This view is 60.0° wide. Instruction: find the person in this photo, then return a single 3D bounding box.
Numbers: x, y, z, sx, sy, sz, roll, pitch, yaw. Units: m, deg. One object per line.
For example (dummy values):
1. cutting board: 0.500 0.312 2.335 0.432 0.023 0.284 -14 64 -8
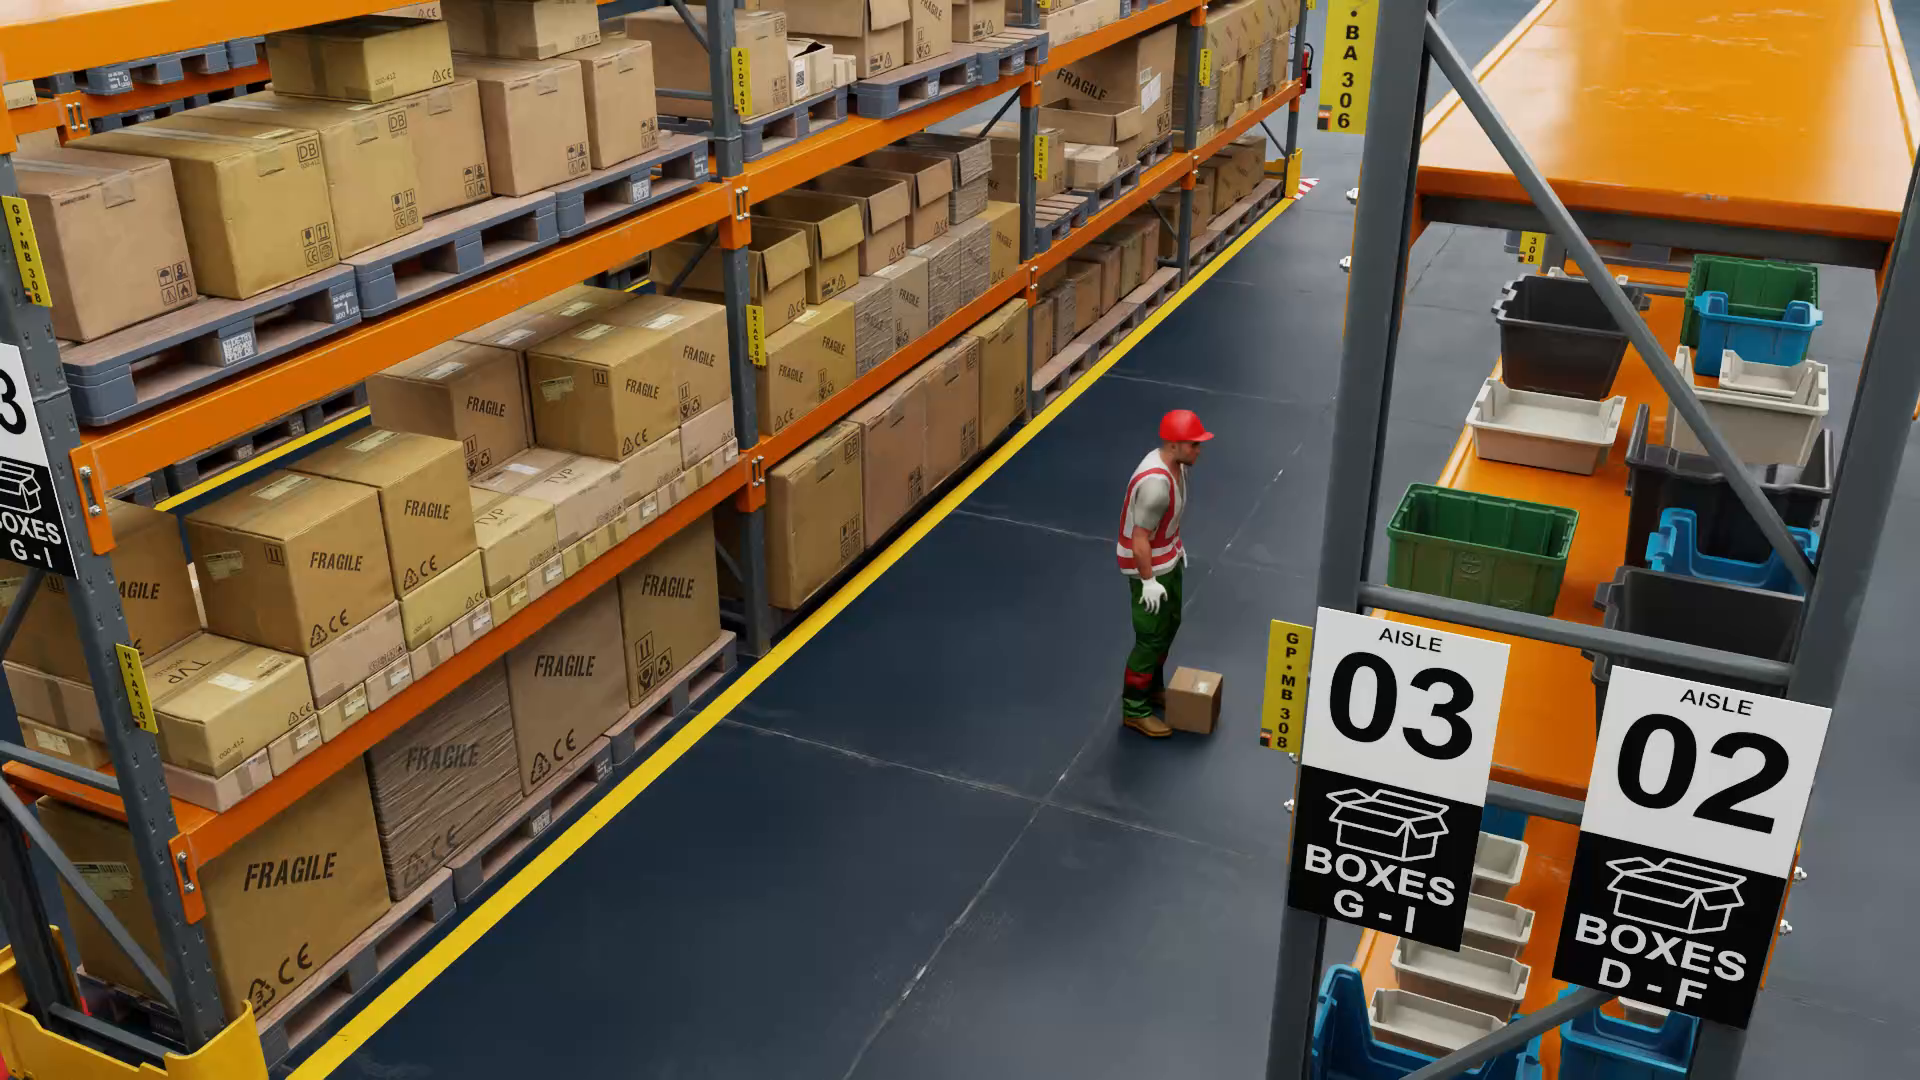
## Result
1. person: 1.063 0.147 8.794 0.449 1.778 0.595 10 28 20
